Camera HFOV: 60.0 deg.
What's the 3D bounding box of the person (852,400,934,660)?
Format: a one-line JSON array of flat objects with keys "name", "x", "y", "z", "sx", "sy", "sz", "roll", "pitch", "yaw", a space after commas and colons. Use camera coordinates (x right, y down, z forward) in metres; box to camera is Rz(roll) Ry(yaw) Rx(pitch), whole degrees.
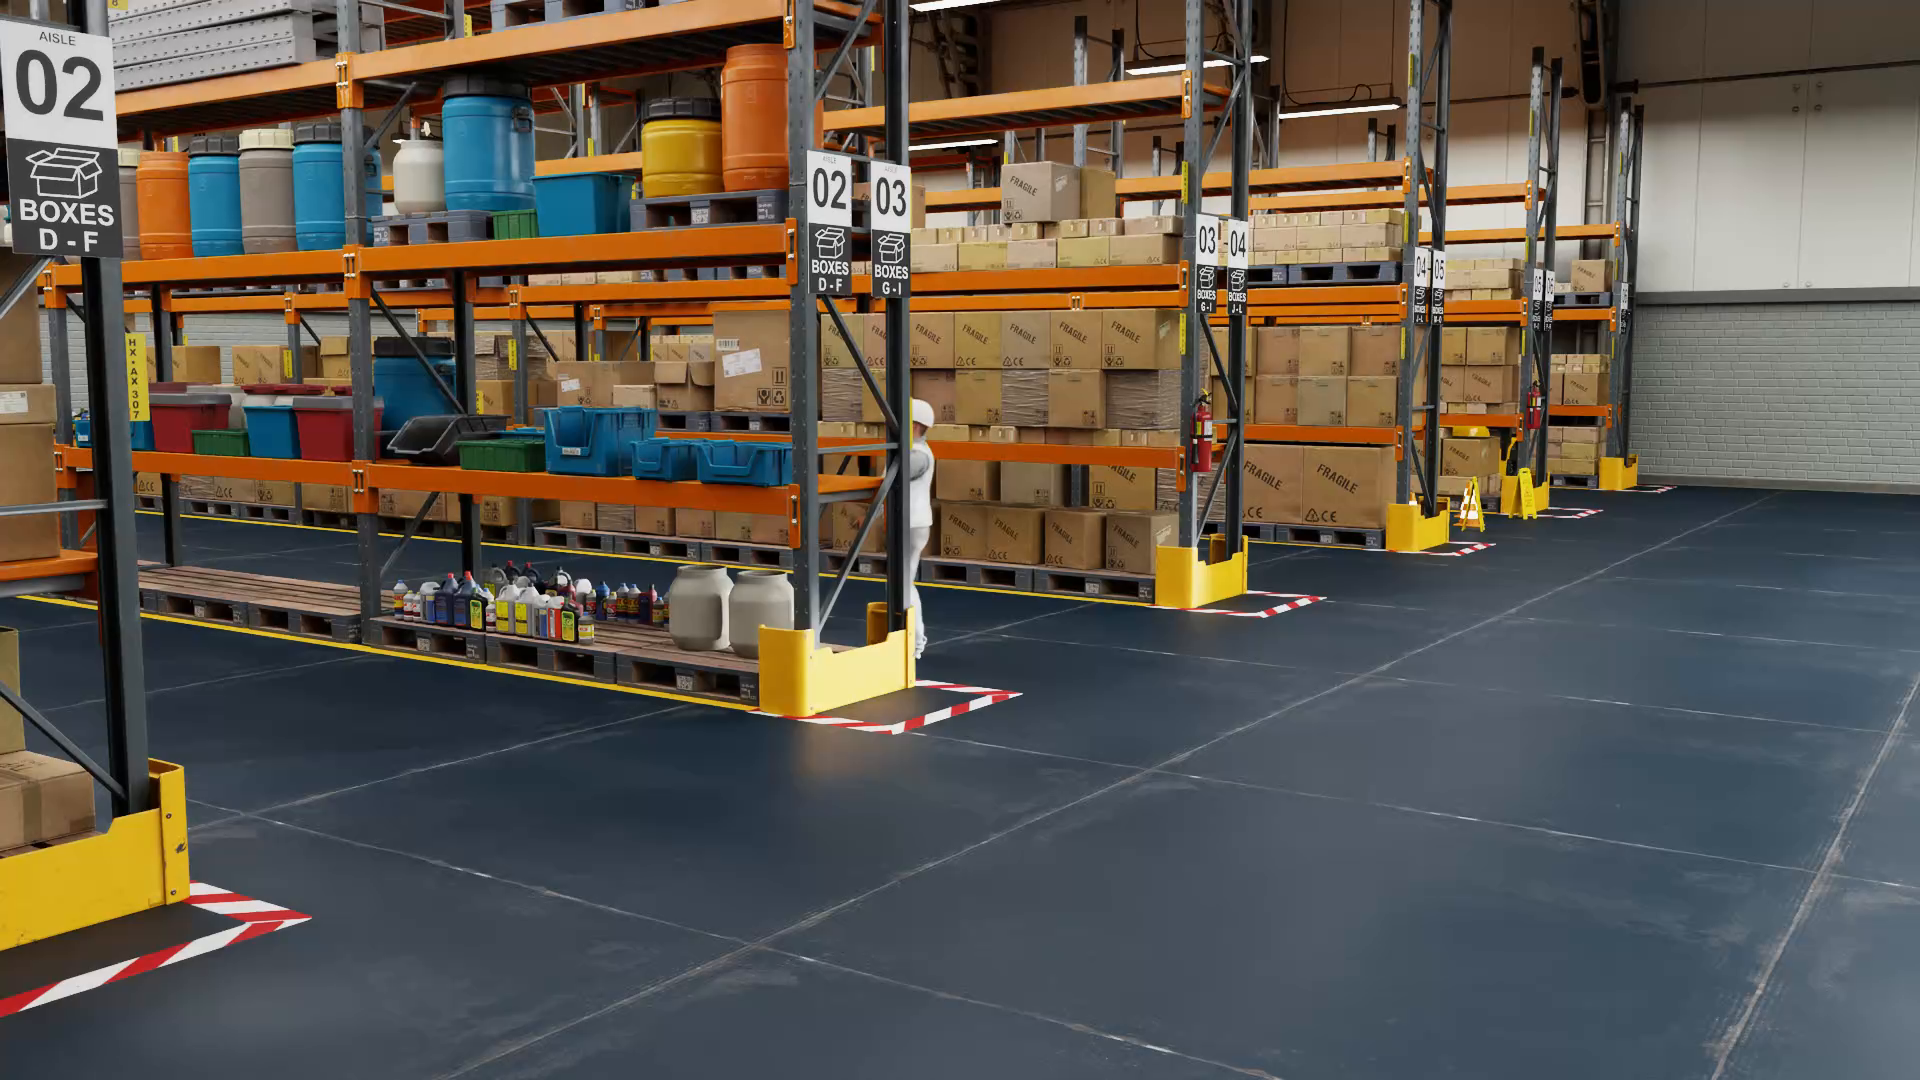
[{"name": "person", "x": -0.454, "y": -0.076, "z": 11.388, "sx": 0.554, "sy": 1.762, "sz": 0.494, "roll": 0, "pitch": 6, "yaw": 2}]
